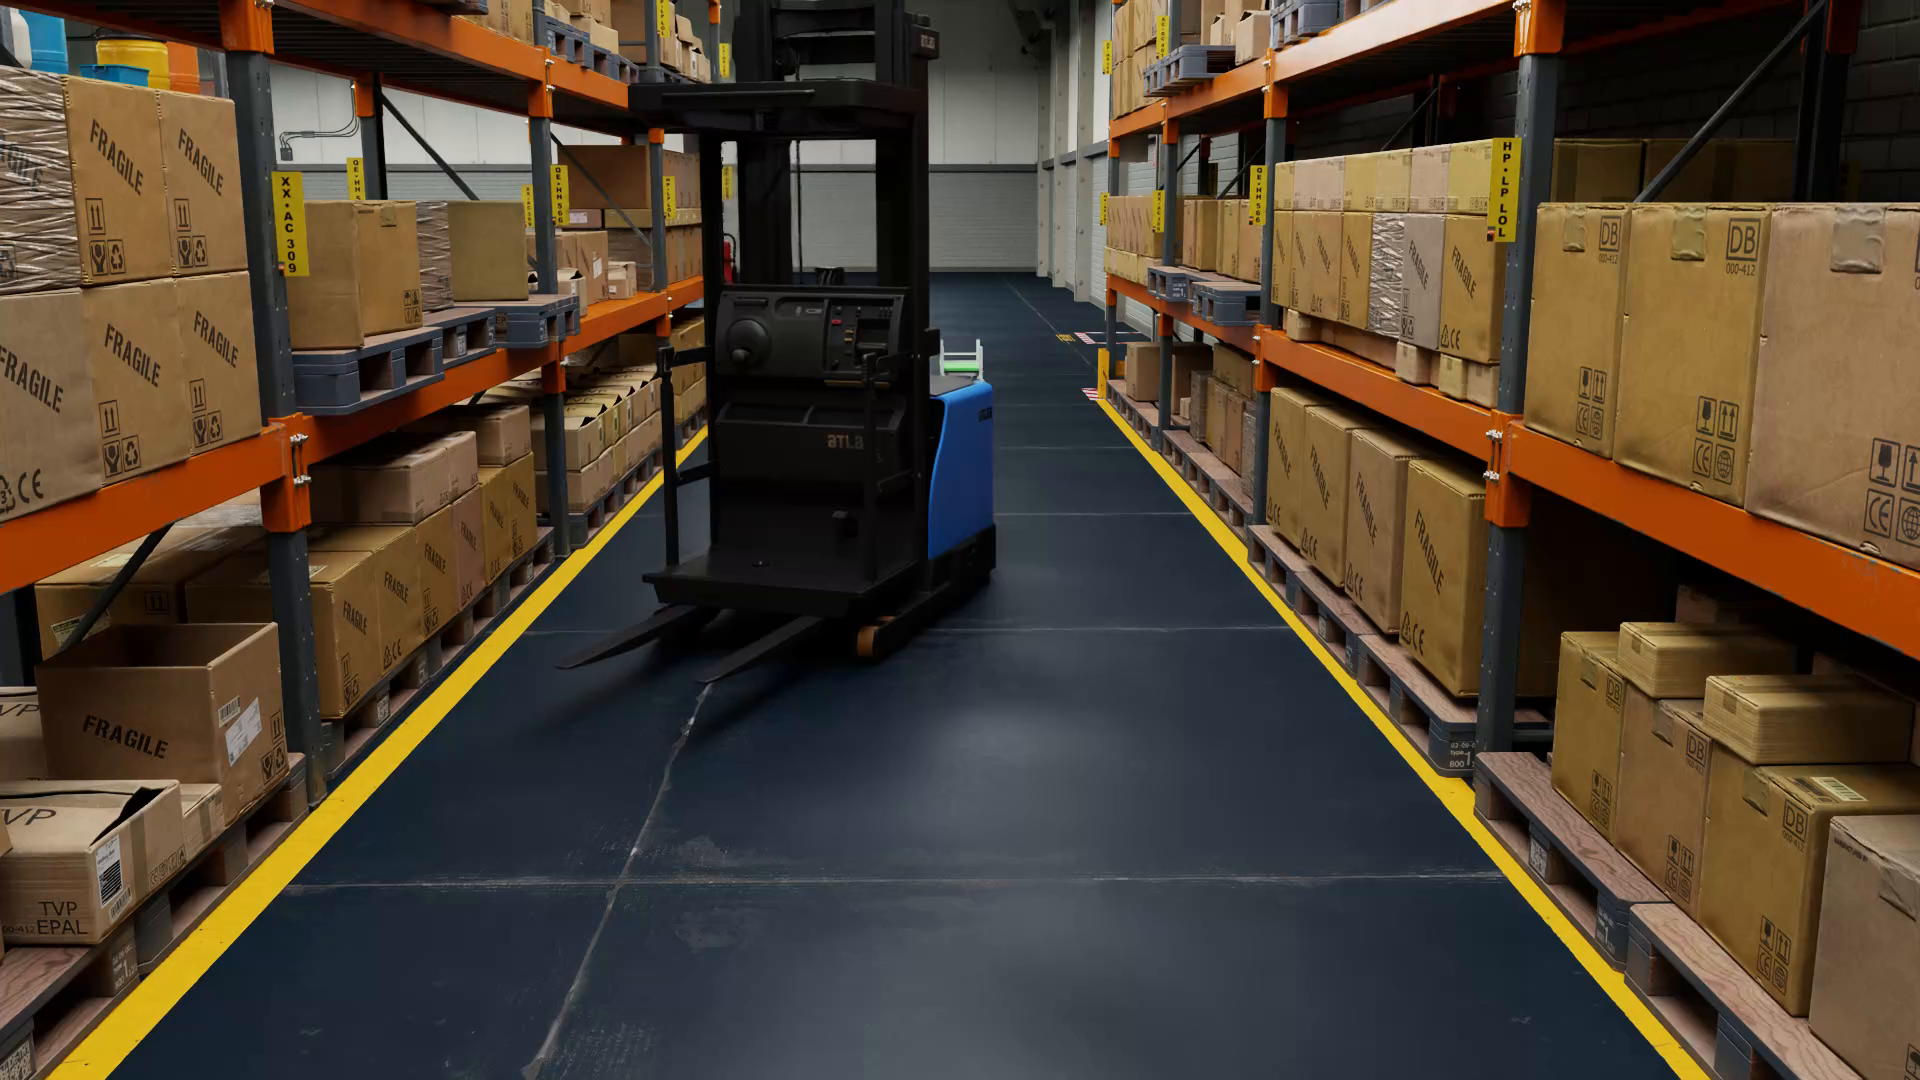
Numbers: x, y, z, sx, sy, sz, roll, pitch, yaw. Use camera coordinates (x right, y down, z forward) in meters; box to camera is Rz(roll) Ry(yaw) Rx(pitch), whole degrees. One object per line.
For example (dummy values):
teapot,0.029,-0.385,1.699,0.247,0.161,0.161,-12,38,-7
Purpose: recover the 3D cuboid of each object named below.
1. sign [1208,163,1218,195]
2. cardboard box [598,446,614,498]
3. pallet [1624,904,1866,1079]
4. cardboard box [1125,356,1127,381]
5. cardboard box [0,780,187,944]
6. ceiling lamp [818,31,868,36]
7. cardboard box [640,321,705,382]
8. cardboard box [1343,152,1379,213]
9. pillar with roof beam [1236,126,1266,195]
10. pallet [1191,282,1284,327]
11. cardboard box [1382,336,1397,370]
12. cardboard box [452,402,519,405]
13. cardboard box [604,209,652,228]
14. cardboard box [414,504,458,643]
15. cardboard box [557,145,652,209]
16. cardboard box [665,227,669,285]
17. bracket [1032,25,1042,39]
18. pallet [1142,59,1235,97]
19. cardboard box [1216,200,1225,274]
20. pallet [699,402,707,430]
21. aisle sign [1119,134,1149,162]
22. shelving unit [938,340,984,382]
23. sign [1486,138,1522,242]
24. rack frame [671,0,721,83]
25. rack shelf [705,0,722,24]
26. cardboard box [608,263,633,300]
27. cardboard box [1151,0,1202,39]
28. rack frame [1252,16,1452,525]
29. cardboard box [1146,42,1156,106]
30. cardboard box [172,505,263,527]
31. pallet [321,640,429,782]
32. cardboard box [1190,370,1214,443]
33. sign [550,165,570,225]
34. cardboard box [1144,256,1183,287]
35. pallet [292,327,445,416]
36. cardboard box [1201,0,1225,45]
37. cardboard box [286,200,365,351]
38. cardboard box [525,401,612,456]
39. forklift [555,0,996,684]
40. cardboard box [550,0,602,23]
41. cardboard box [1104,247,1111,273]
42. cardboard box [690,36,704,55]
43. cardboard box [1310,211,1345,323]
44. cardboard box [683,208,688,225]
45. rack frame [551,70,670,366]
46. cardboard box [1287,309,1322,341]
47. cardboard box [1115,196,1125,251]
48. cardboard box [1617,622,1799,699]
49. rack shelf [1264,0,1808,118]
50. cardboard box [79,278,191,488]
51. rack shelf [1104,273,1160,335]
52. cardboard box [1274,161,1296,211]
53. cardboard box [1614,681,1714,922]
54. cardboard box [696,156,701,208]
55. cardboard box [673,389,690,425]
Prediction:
sign,2.591,-3.700,17.045,0.100,0.325,0.005,0,11,-1
cardboard box,-2.480,-0.431,10.501,0.500,0.250,0.500,-1,11,-3
pallet,2.250,1.167,3.775,1.003,0.211,1.213,0,11,-1
cardboard box,1.960,-1.739,16.744,0.500,0.311,0.500,-2,12,-8
cardboard box,-2.358,0.790,4.275,0.500,0.311,0.500,0,11,-1
ceiling lamp,-2.584,-13.820,40.863,2.000,3.185,0.800,0,11,-1
cardboard box,-2.551,-1.681,14.775,0.500,0.500,0.500,0,11,-1
cardboard box,1.996,-1.562,7.279,0.500,0.250,0.500,0,11,-2
pillar with roof beam,-1.389,-5.766,15.848,9.100,9.000,0.400,0,11,-1
pallet,2.080,-1.436,10.077,1.213,0.211,1.003,0,11,-1
cardboard box,2.012,-0.799,7.037,0.380,0.149,0.250,-1,11,-3
cardboard box,-3.025,-0.707,10.451,0.500,0.311,0.500,0,11,-2
cardboard box,-2.646,-2.584,13.370,0.380,0.149,0.250,0,11,-1
cardboard box,-2.460,0.134,7.034,0.500,0.500,0.500,0,11,0
cardboard box,-2.849,-2.936,13.473,0.700,0.500,0.500,0,11,-1
cardboard box,-2.867,-2.405,14.118,0.700,0.500,0.500,0,11,-2
bracket,2.002,-12.915,42.034,0.076,0.066,4.783,0,11,-1
pallet,2.025,-3.439,12.394,1.213,0.211,1.003,0,11,-1
cardboard box,2.144,-2.106,11.536,0.700,0.500,0.500,1,12,7
pallet,-2.837,-1.198,15.433,1.003,0.211,1.213,0,11,-1
aisle sign,1.735,-4.266,17.006,0.394,0.787,0.004,0,11,-1
shelving unit,0.003,-0.555,9.778,0.258,1.200,0.503,0,11,-1
sign,1.742,-1.118,5.315,0.100,0.325,0.005,0,11,-1
rack frame,-2.916,-5.898,16.500,1.000,3.000,0.127,0,11,-1
rack shelf,-2.875,-4.952,14.651,1.077,0.370,4.000,0,11,-1
cardboard box,-2.632,-1.923,12.333,0.396,0.266,0.258,-1,11,-3
cardboard box,1.837,-4.302,13.357,0.500,0.500,0.500,-1,12,-6
rack frame,2.201,-1.389,9.362,1.000,3.000,0.127,0,11,-1
cardboard box,1.863,-3.913,13.956,0.500,0.500,0.500,-1,12,-6
cardboard box,-2.977,0.142,6.997,0.500,0.500,0.500,0,11,0
pallet,-2.723,0.632,6.412,1.003,0.211,1.213,0,11,-1
cardboard box,2.151,-1.029,12.765,0.700,0.500,0.500,0,11,1
sign,-2.209,-1.901,9.171,0.100,0.325,0.005,0,11,-1
cardboard box,1.806,-2.213,13.752,0.500,0.250,0.500,0,11,-1
pallet,-2.576,-0.638,6.143,1.003,0.211,1.213,0,11,-1
cardboard box,2.050,-3.800,12.394,0.500,0.500,0.500,1,12,7
cardboard box,-2.455,-0.923,5.755,0.700,0.500,0.500,-4,12,-20
cardboard box,-2.488,-0.711,10.467,0.500,0.311,0.500,-1,11,-3
forklift,-0.773,-0.985,7.544,1.130,2.935,3.031,4,12,19
cardboard box,-2.826,-3.897,11.615,0.500,0.500,0.500,1,12,4
cardboard box,1.729,-2.817,16.729,0.500,0.250,0.500,-1,11,-3
cardboard box,-2.909,-4.639,16.169,0.797,0.503,0.637,1,11,3
cardboard box,1.966,-1.293,7.839,0.500,0.500,0.500,0,11,-1
cardboard box,-2.684,-2.942,15.132,0.380,0.149,0.250,0,11,-2
rack frame,-2.834,-2.163,13.177,1.000,3.000,0.127,0,11,-1
cardboard box,1.894,-1.106,8.548,0.380,0.149,0.250,0,11,1
cardboard box,1.750,-2.986,15.674,0.500,0.500,0.500,-1,11,-3
cardboard box,2.022,0.325,4.511,0.380,0.149,0.250,0,11,1
rack shelf,2.243,-2.109,7.175,1.077,0.370,4.000,0,11,-1
cardboard box,-2.390,-0.421,4.339,0.500,0.500,0.500,0,11,0
rack shelf,2.077,-2.229,15.312,1.077,0.370,4.000,0,11,-1
cardboard box,1.954,-1.864,8.767,0.500,0.250,0.500,0,11,0
cardboard box,2.204,0.674,4.422,0.700,0.500,0.500,0,11,-2
cardboard box,-2.918,-3.540,16.448,0.700,0.500,0.500,0,11,-1
cardboard box,-2.540,-1.115,13.869,0.500,0.250,0.500,0,11,-1
